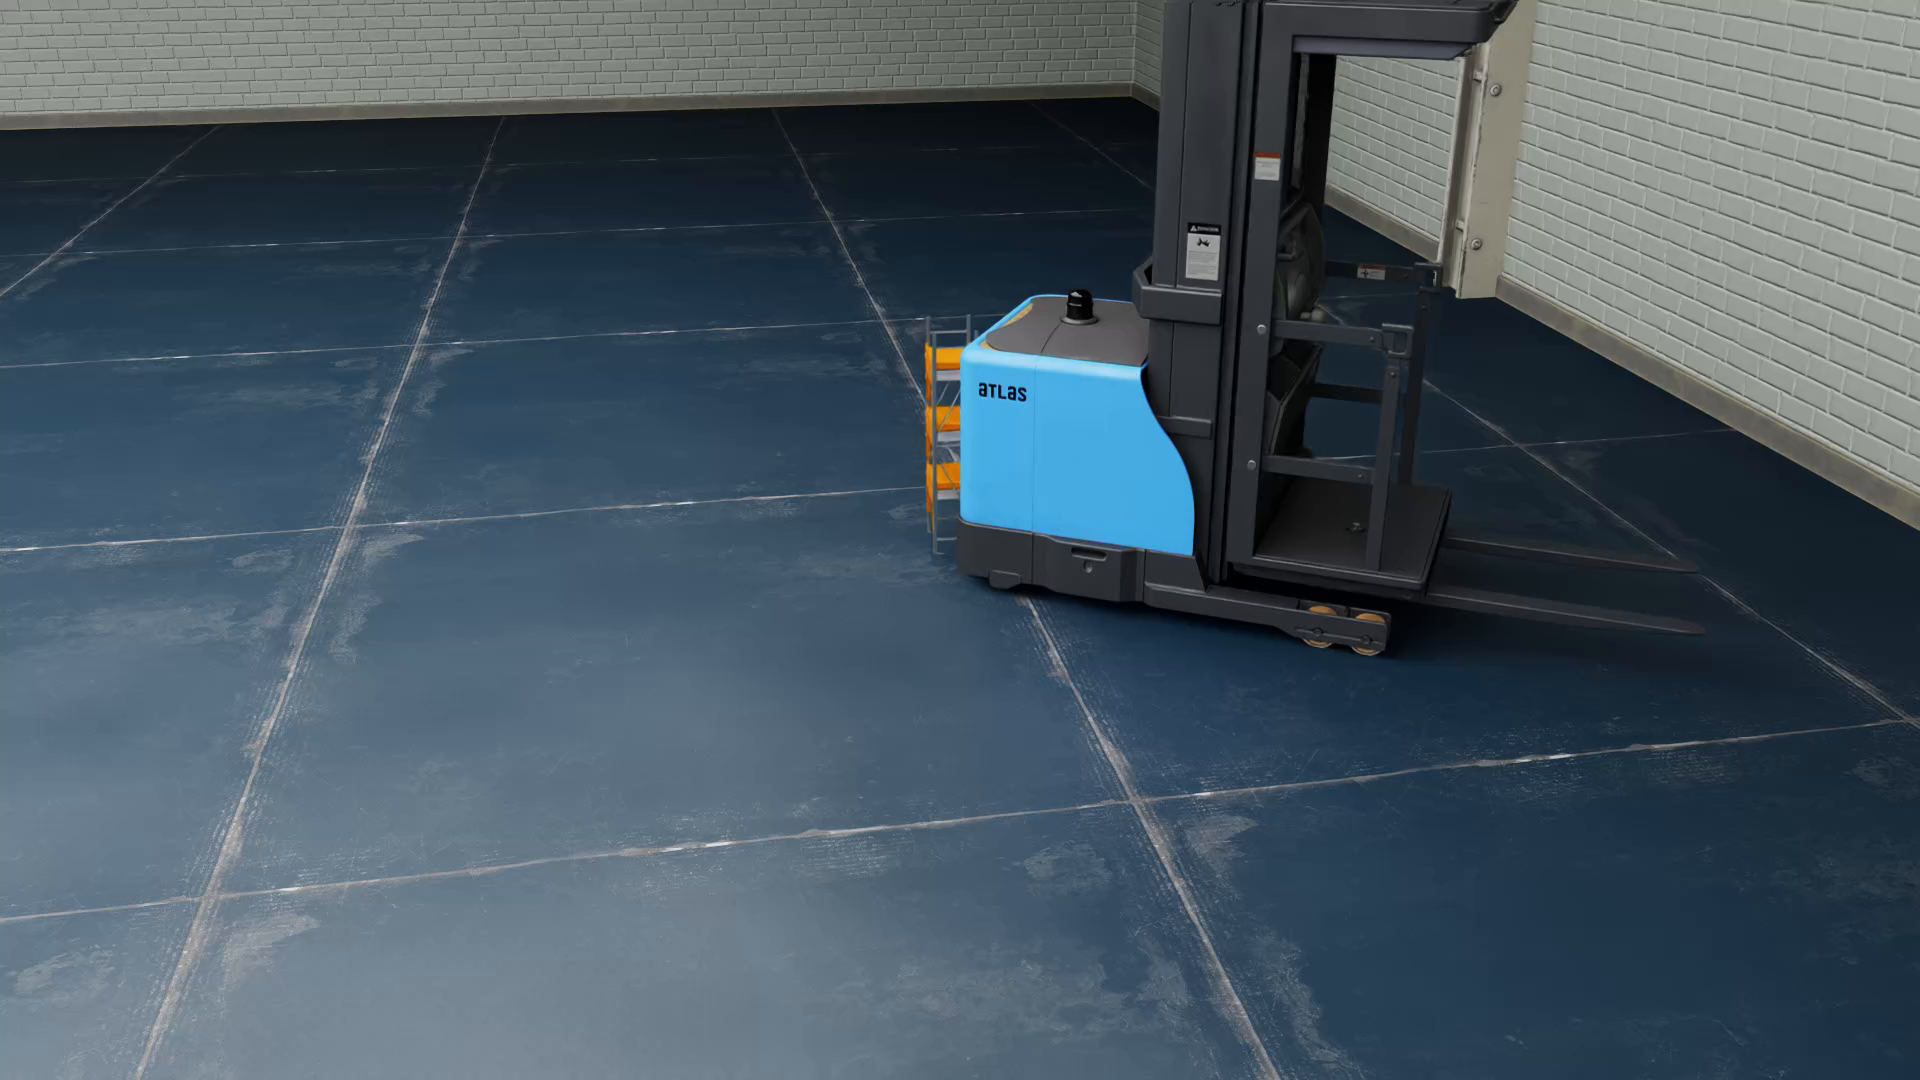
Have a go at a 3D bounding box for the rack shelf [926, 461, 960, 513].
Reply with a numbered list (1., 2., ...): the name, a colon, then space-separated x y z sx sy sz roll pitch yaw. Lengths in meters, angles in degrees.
1. rack shelf: -0.037 -0.206 7.631 0.215 0.259 0.240 -3 24 -7

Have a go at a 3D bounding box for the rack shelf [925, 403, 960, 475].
1. rack shelf: -0.037 -0.461 7.520 0.215 0.259 0.240 -3 24 -7

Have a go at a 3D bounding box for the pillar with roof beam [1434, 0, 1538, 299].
1. pillar with roof beam: -0.635 -5.579 9.281 9.100 9.000 0.400 -4 24 -10

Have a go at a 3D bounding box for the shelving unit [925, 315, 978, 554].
1. shelving unit: -0.037 -0.471 7.516 0.215 1.050 0.252 -3 24 -7

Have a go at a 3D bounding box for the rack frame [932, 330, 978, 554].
1. rack frame: -0.022 -0.422 7.405 0.200 1.050 0.008 -3 24 -7

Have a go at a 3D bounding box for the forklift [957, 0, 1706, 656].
1. forklift: 1.558 -1.119 6.651 3.031 2.935 1.130 9 25 19

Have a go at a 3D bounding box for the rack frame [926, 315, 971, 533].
1. rack frame: -0.052 -0.519 7.627 0.200 1.050 0.008 -3 24 -7

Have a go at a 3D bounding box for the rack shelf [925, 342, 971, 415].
1. rack shelf: -0.037 -0.721 7.406 0.215 0.259 0.240 -3 24 -7
